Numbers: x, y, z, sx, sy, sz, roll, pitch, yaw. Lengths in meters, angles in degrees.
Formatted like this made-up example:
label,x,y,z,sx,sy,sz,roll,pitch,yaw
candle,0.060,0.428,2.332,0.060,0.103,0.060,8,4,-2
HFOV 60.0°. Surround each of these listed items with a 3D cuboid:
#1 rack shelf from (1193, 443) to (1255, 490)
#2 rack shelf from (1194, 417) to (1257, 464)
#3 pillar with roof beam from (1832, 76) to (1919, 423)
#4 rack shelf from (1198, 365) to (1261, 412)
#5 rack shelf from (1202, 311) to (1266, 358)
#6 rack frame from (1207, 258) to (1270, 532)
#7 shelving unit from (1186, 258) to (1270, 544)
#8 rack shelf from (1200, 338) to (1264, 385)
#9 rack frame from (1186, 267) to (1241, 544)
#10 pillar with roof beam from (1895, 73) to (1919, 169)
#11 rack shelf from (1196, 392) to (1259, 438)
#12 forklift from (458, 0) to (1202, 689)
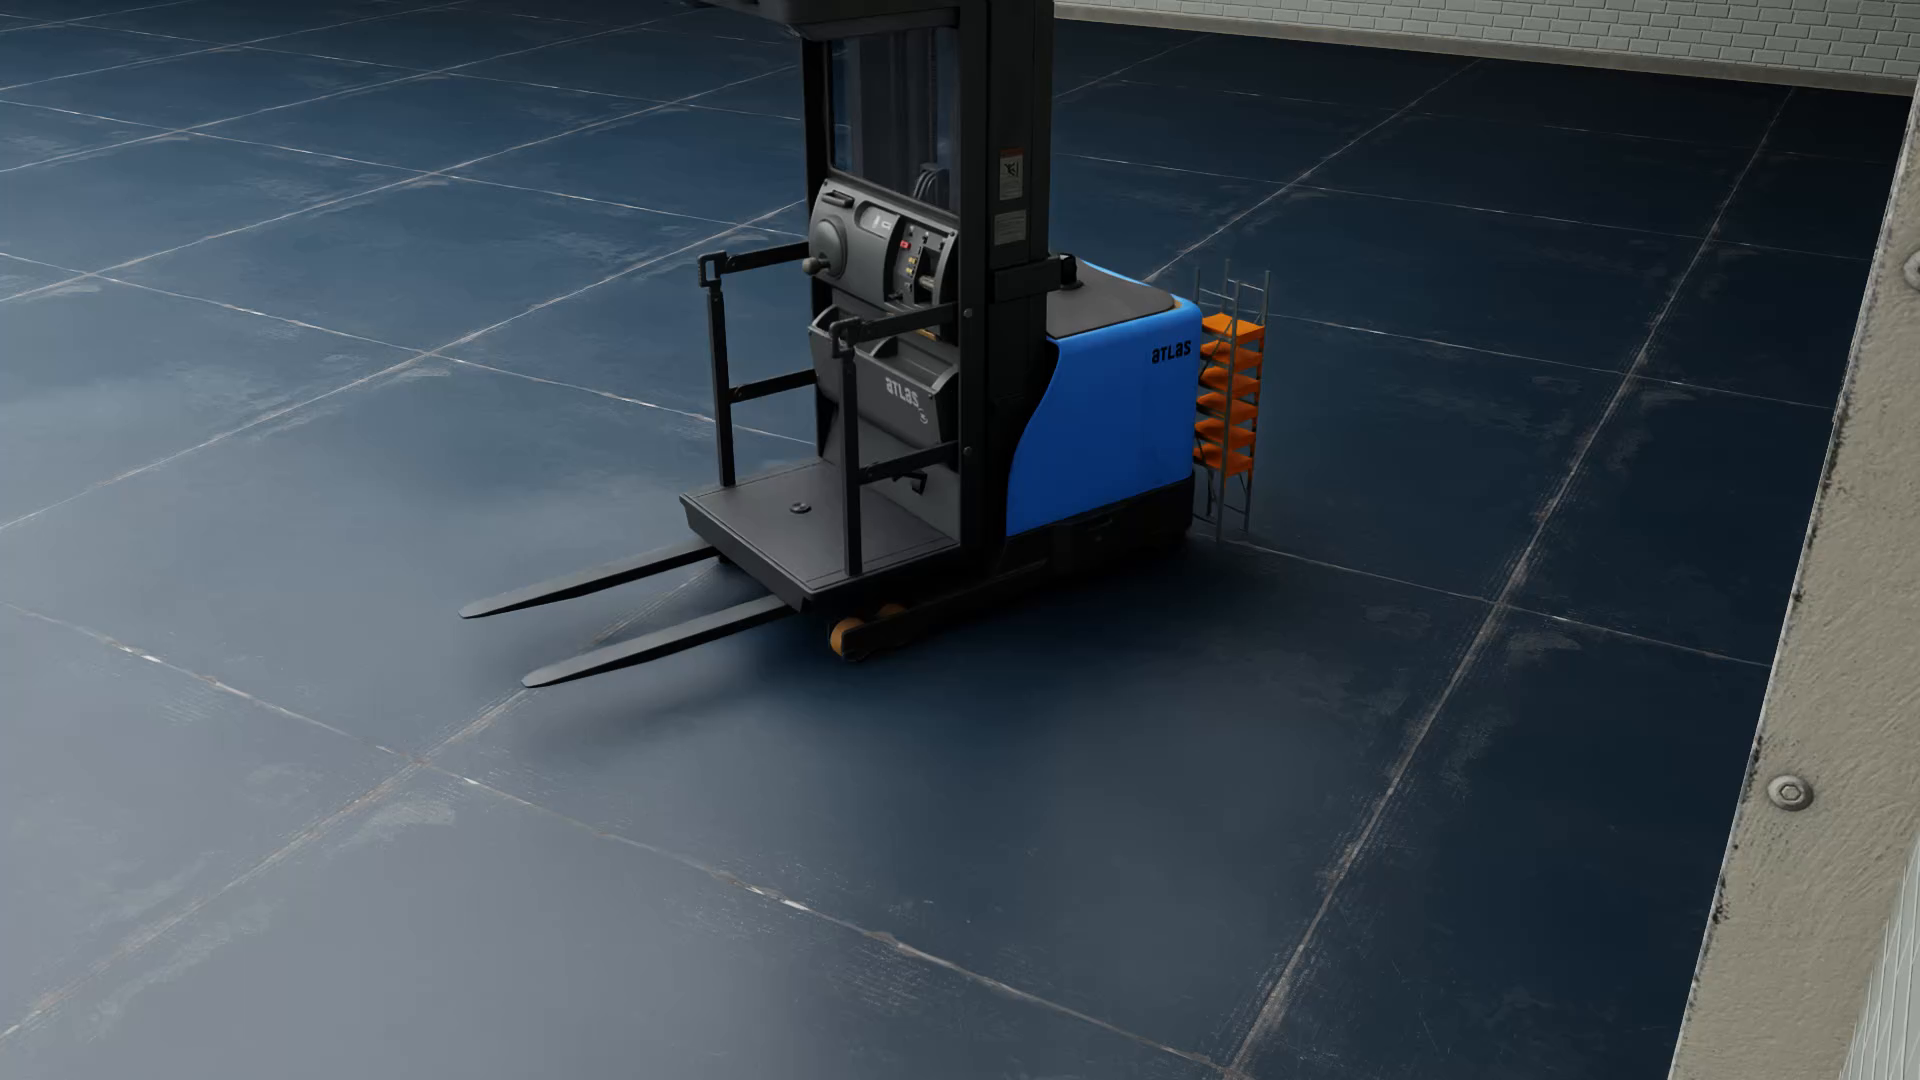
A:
label,x,y,z,sx,sy,sz,roll,pitch,yaw
rack shelf,1.130,-0.331,7.282,0.180,0.103,0.258,-21,33,-35
rack shelf,1.130,-0.438,7.228,0.180,0.103,0.258,-21,33,-35
pillar with roof beam,0.958,-5.619,8.500,9.100,9.000,0.400,14,30,26
rack shelf,1.130,-0.652,7.121,0.180,0.103,0.258,-21,33,-35
rack shelf,1.130,-0.867,7.013,0.180,0.103,0.258,-21,33,-35
rack frame,1.200,-0.611,7.207,0.006,1.200,0.240,-21,33,-35
shelving unit,1.130,-0.585,7.155,0.189,1.200,0.258,-21,33,-35
rack shelf,1.130,-0.760,7.067,0.180,0.103,0.258,-21,33,-35
rack frame,1.060,-0.558,7.102,0.006,1.200,0.240,-21,33,-35
pillar with roof beam,3.910,-7.958,13.171,9.100,9.000,0.400,14,30,26
rack shelf,1.130,-0.545,7.174,0.180,0.103,0.258,-21,33,-35
forklift,-0.474,-1.112,6.274,3.031,2.935,1.130,-18,32,-31
